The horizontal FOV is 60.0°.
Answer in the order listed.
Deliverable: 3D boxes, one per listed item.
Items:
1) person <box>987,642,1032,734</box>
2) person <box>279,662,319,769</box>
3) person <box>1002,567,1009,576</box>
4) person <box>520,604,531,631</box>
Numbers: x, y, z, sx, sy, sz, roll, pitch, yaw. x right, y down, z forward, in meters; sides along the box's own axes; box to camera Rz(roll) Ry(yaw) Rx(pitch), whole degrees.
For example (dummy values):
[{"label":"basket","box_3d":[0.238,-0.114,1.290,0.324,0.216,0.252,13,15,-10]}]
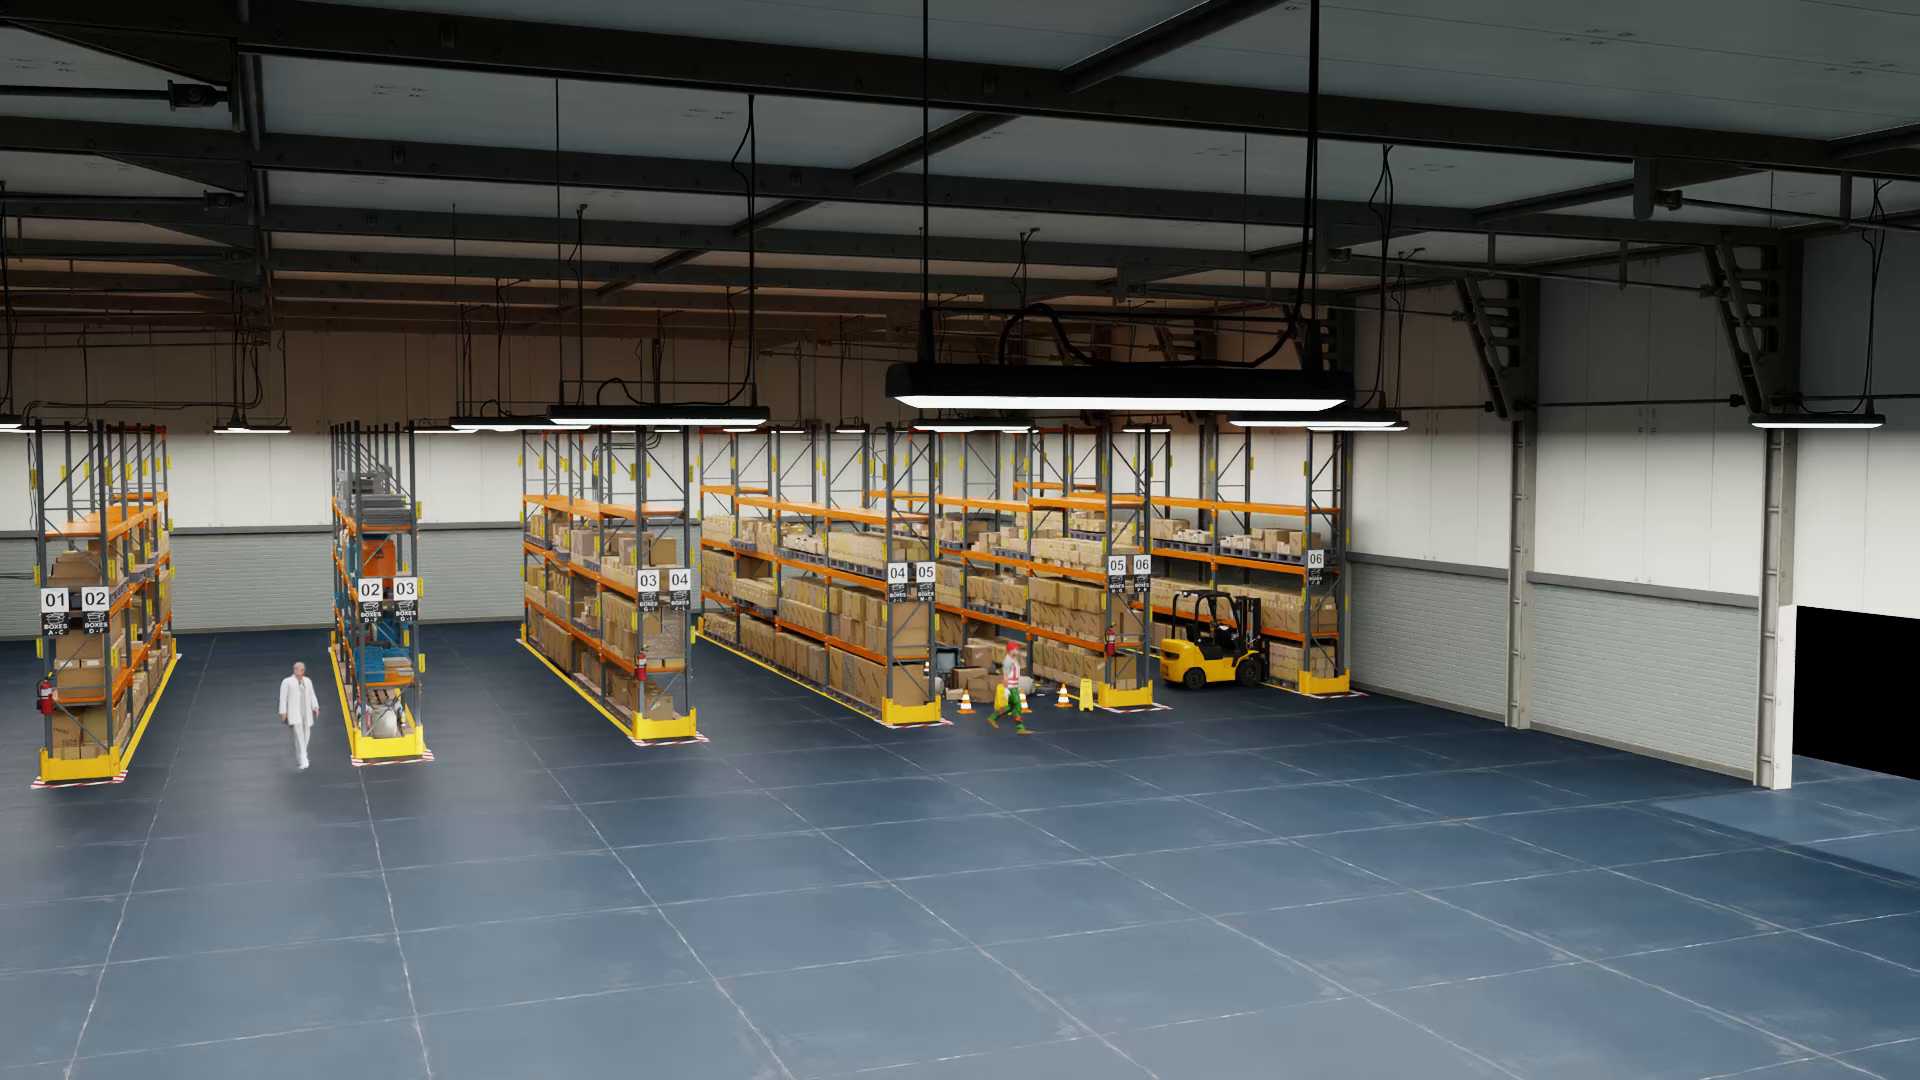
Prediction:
[{"label":"person","box_3d":[0.956,2.837,31.996,0.910,1.764,0.612,1,4,13]},{"label":"person","box_3d":[-11.445,3.044,28.977,0.820,1.787,0.630,3,5,38]},{"label":"person","box_3d":[1.508,1.619,52.971,0.819,1.564,0.414,-2,4,-23]},{"label":"person","box_3d":[-12.561,1.813,48.909,0.572,1.697,0.874,3,5,42]}]
